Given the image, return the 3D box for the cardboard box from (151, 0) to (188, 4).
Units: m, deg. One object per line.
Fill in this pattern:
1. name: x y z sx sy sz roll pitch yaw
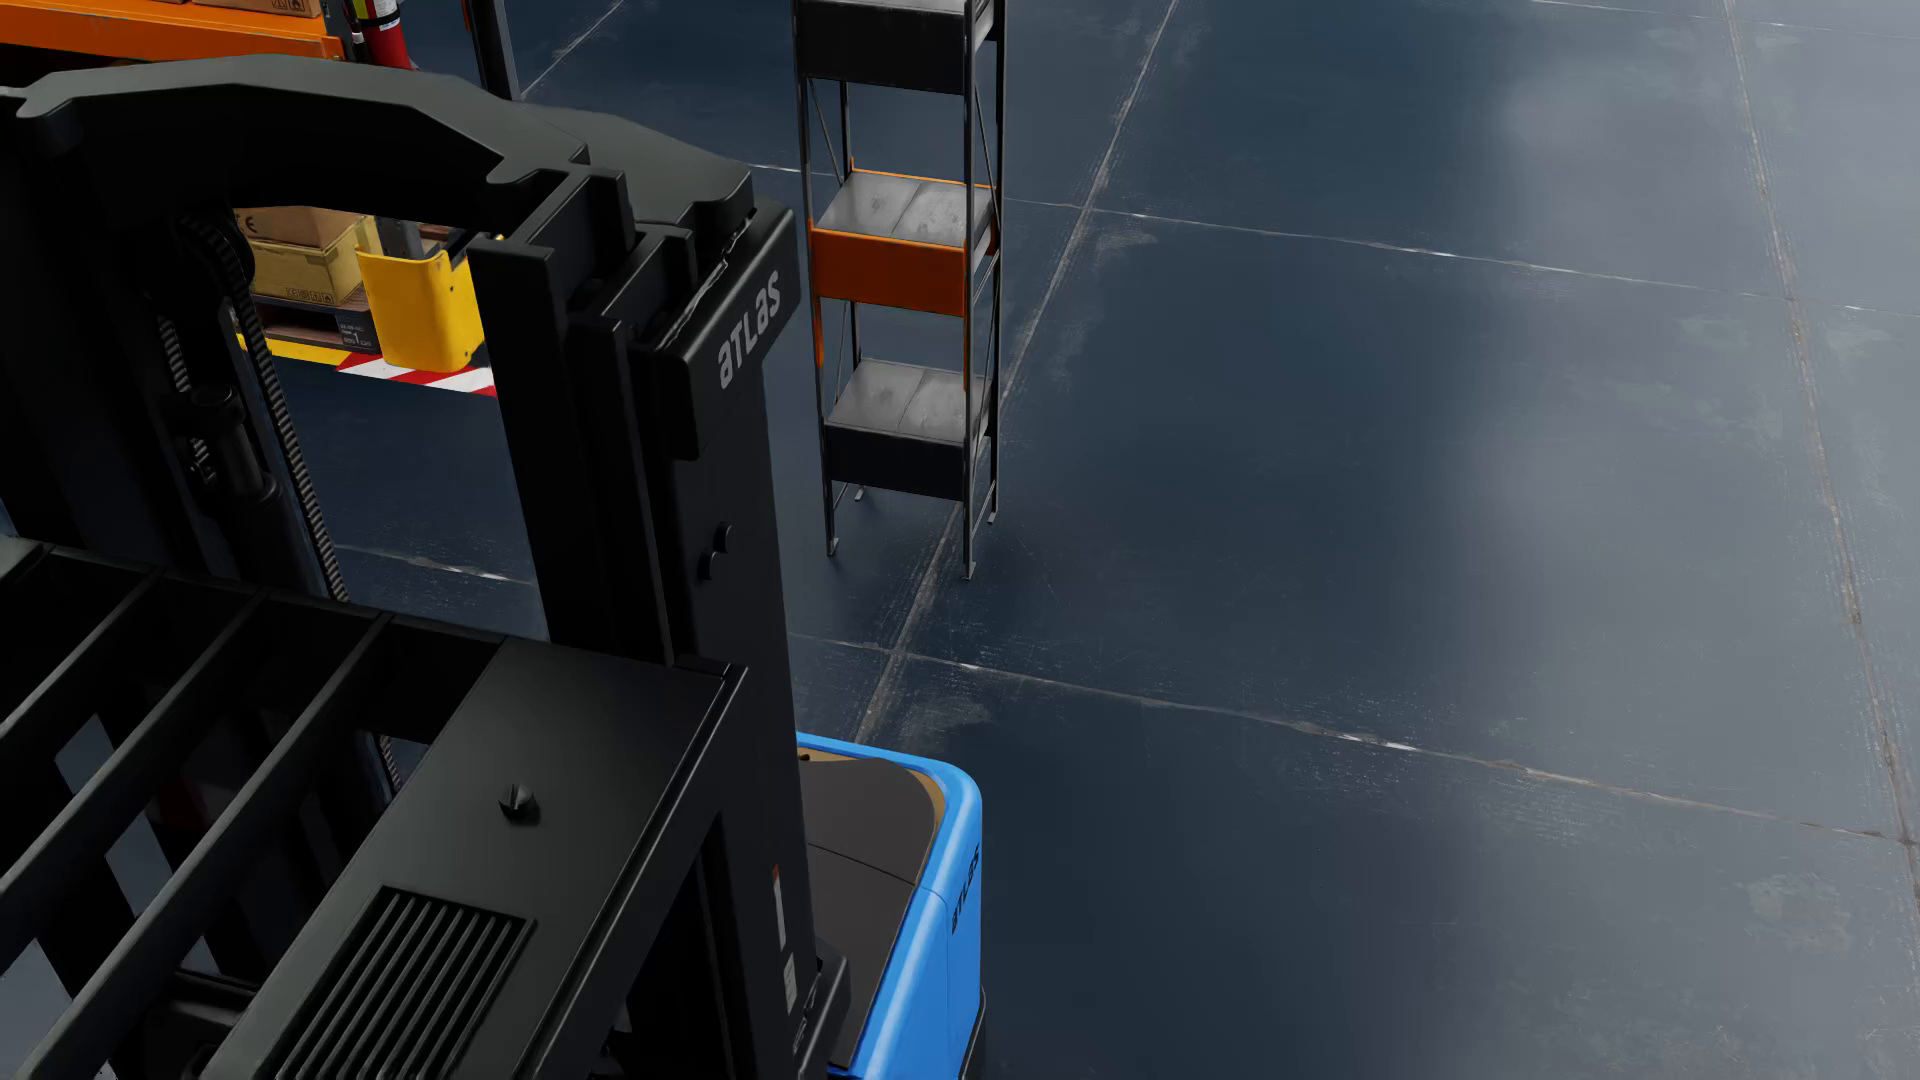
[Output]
1. cardboard box: -2.969 -2.395 6.192 0.500 0.500 0.700 11 41 13

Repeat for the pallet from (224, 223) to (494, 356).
1. pallet: -2.762 -1.220 7.039 1.213 0.211 1.003 10 41 11

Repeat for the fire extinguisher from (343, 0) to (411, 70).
1. fire extinguisher: -2.018 -1.849 5.680 0.183 0.674 0.296 10 41 11

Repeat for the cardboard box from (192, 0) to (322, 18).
1. cardboard box: -2.460 -2.311 6.092 0.500 0.500 0.700 10 41 11

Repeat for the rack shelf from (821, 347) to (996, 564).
1. rack shelf: -0.160 -0.285 5.566 0.480 0.518 0.431 10 41 11

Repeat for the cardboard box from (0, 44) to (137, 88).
1. cardboard box: -3.577 -1.644 6.603 0.500 0.500 0.500 10 41 11

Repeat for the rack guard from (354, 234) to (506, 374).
1. rack guard: -1.989 -1.226 6.821 0.348 0.500 1.175 10 41 11

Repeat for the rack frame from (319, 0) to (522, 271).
1. rack frame: -2.012 -2.187 6.022 0.127 3.000 1.000 10 41 11

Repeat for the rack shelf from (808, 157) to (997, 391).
1. rack shelf: -0.160 -0.821 5.116 0.480 0.518 0.431 10 41 11

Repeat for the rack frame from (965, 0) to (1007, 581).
1. rack frame: 0.076 -0.791 5.059 0.015 2.100 0.400 10 41 11

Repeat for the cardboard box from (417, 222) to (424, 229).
1. cardboard box: -2.473 -1.522 7.042 0.500 0.250 0.500 10 41 11

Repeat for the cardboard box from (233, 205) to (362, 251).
1. cardboard box: -2.607 -1.486 6.416 0.500 0.500 0.500 10 41 11

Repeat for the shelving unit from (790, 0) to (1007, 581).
1. shelving unit: -0.160 -0.832 5.107 0.503 2.100 0.431 10 41 11

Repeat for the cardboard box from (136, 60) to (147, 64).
1. cardboard box: -3.443 -1.967 6.988 0.500 0.500 0.500 10 41 11

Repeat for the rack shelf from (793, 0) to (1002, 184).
1. rack shelf: -0.160 -1.357 4.666 0.480 0.518 0.431 10 41 11

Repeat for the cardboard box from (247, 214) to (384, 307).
1. cardboard box: -2.607 -1.201 6.659 0.500 0.250 0.500 10 41 11

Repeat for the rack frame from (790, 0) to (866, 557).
1. rack frame: -0.396 -0.872 5.156 0.015 2.100 0.400 10 41 11

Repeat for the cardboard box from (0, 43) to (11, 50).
1. cardboard box: -4.060 -1.728 6.703 0.500 0.500 0.500 10 41 11

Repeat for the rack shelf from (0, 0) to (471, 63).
1. rack shelf: -3.944 -2.244 6.649 4.000 0.370 1.077 10 41 11

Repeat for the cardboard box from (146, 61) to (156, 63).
1. cardboard box: -2.956 -1.891 6.898 0.500 0.500 0.500 10 41 11

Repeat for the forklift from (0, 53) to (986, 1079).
1. forklift: -0.821 1.014 2.263 1.130 2.935 3.031 10 41 12
